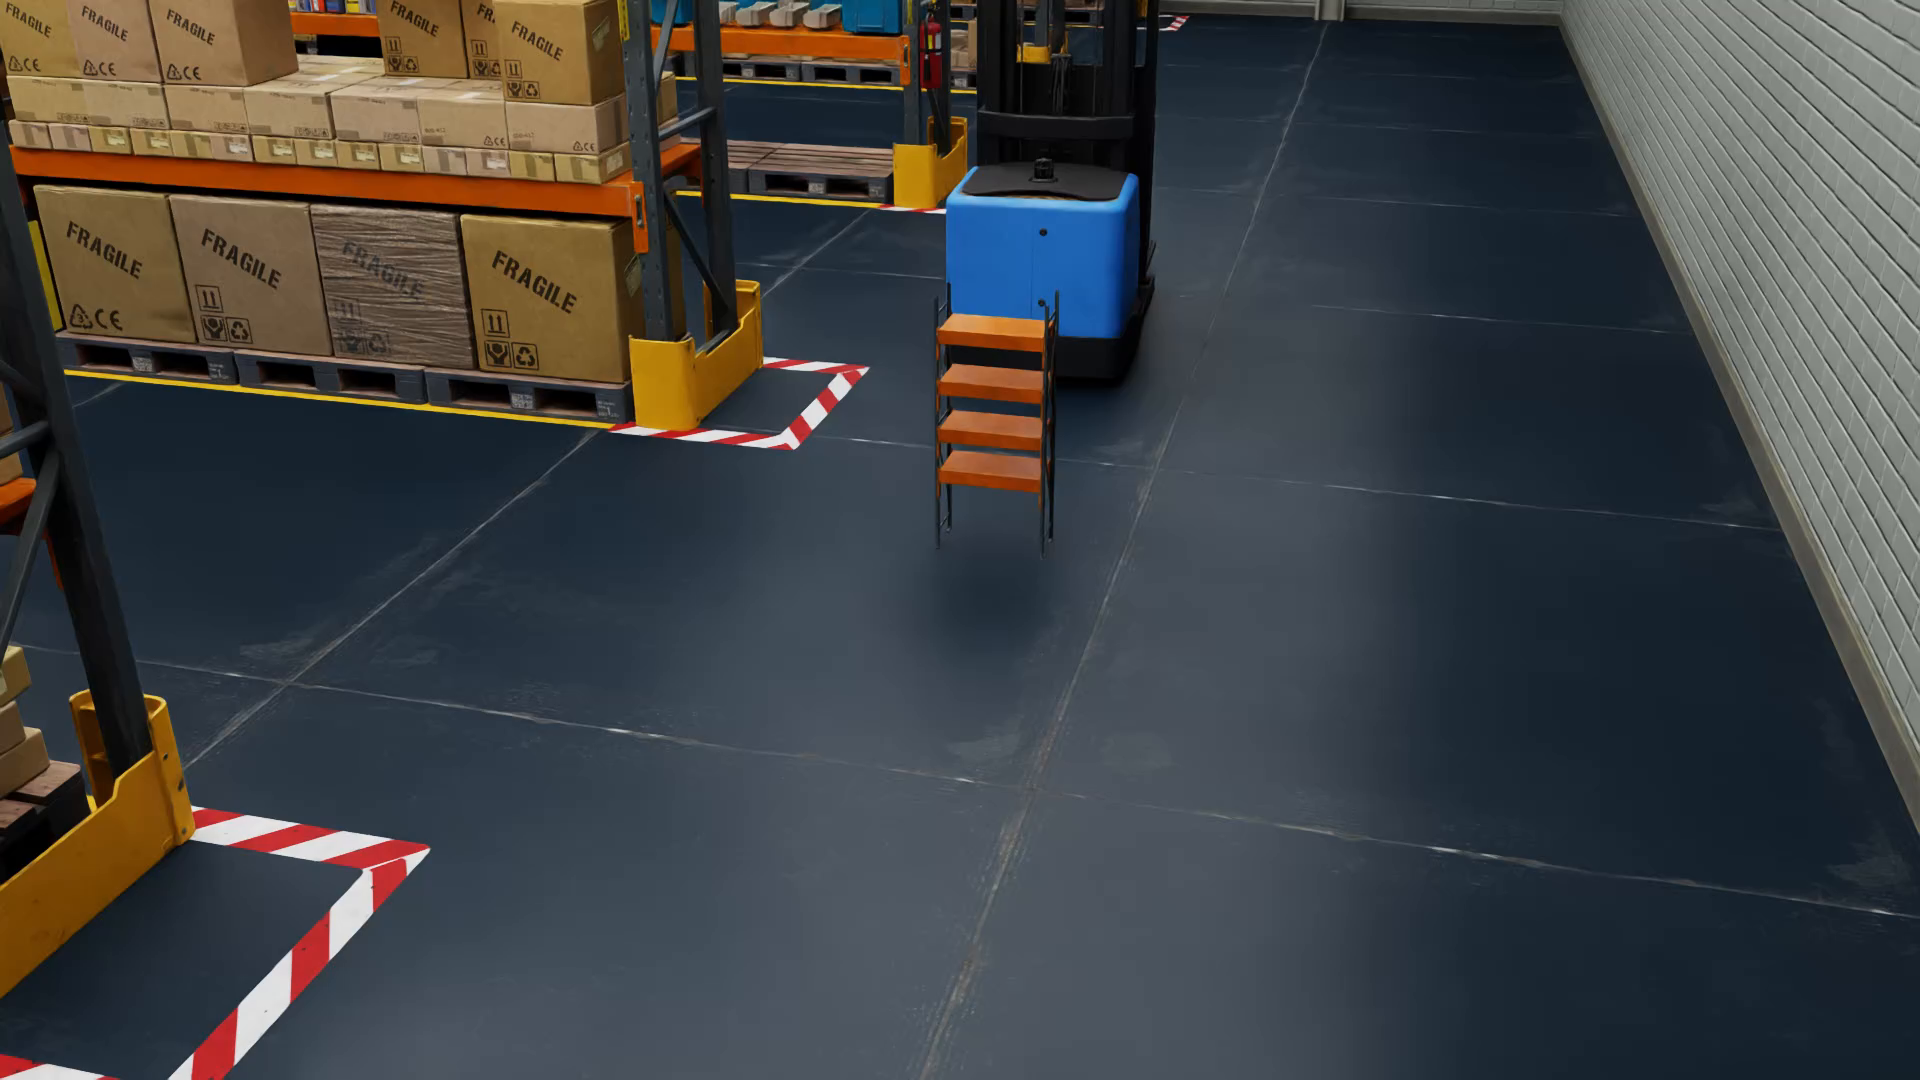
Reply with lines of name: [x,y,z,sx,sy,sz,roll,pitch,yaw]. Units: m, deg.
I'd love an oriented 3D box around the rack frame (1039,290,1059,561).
rack frame: [0.397,-0.498,7.400,0.015,1.200,0.240,6,26,13]

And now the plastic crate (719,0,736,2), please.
plastic crate: [-1.984,-4.549,13.940,0.300,0.233,0.416,6,26,13]

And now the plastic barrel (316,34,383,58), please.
plastic barrel: [-5.344,-4.072,14.766,0.708,0.901,0.600,6,26,13]

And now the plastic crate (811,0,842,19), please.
plastic crate: [-1.056,-4.446,13.724,0.300,0.233,0.416,6,26,13]

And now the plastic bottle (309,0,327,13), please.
plastic bottle: [-5.440,-4.634,14.137,0.135,0.276,0.152,6,26,13]

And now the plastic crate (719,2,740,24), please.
plastic crate: [-1.940,-4.261,13.448,0.250,0.136,0.298,6,26,13]

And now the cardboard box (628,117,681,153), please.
cardboard box: [-1.756,-2.261,9.301,0.250,0.149,0.380,7,26,14]

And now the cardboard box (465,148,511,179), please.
cardboard box: [-2.418,-2.041,8.839,0.250,0.149,0.380,6,26,13]

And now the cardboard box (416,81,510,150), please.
cardboard box: [-2.521,-2.261,8.838,0.500,0.250,0.500,6,26,12]

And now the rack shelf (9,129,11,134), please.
rack shelf: [-7.306,-2.516,10.382,4.000,0.370,1.077,6,26,13]

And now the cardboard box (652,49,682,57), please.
cardboard box: [-3.447,-5.754,18.743,0.500,0.500,0.500,6,26,13]

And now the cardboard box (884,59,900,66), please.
cardboard box: [-0.525,-5.349,18.183,0.500,0.250,0.500,6,26,13]

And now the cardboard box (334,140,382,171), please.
cardboard box: [-3.163,-2.122,9.011,0.250,0.149,0.380,6,26,13]

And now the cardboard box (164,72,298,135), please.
cardboard box: [-3.995,-2.426,9.184,0.500,0.250,0.500,7,26,14]

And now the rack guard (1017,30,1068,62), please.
rack guard: [0.902,-5.202,18.095,0.348,0.500,1.175,6,26,13]

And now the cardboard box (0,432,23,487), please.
cardboard box: [-3.060,-0.202,4.977,0.250,0.149,0.380,6,26,13]

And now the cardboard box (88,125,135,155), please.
cardboard box: [-4.655,-2.287,9.357,0.250,0.149,0.380,7,26,15]

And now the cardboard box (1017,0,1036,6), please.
cardboard box: [1.019,-7.533,22.502,0.500,0.500,0.700,6,26,13]

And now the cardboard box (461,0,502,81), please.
cardboard box: [-2.377,-2.821,9.142,0.500,0.500,0.500,6,26,12]

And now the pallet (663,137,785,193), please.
pallet: [-2.228,-3.237,14.305,1.213,0.211,1.003,6,26,13]

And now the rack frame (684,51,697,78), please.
rack frame: [-2.898,-6.751,18.440,0.127,3.000,1.000,6,26,13]

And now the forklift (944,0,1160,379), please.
forklift: [0.691,-2.855,10.338,1.130,2.935,3.031,5,26,10]

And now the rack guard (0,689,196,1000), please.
rack guard: [-2.902,0.976,5.118,0.348,0.500,1.175,6,26,13]

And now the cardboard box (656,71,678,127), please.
cardboard box: [-1.892,-2.429,9.191,0.500,0.250,0.500,6,26,12]

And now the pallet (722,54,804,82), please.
pallet: [-2.233,-5.417,18.884,1.213,0.211,1.003,6,26,13]

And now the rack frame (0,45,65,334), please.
rack frame: [-5.369,-2.627,9.778,0.127,3.000,1.000,6,26,13]

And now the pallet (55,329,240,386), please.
pallet: [-4.652,-1.254,10.138,1.213,0.211,1.003,6,26,13]

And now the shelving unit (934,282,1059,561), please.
shelving unit: [0.160,-0.524,7.455,0.503,1.200,0.258,6,26,13]

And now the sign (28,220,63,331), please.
sign: [-2.693,-0.761,4.852,0.005,0.325,0.100,6,26,13]

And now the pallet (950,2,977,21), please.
pallet: [0.234,-7.310,22.860,1.213,0.211,1.003,6,26,13]

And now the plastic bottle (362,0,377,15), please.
plastic bottle: [-4.951,-4.580,14.024,0.135,0.276,0.152,6,26,13]

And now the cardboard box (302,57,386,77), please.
cardboard box: [-3.390,-2.591,9.531,0.500,0.250,0.500,6,26,12]

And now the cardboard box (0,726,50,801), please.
cardboard box: [-3.256,0.764,5.484,0.250,0.149,0.380,7,26,14]

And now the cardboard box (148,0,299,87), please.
cardboard box: [-3.989,-2.765,9.023,0.500,0.500,0.500,5,26,11]

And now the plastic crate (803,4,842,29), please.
plastic crate: [-1.096,-4.181,13.278,0.243,0.136,0.396,6,26,13]

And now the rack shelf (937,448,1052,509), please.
rack shelf: [0.160,-0.284,7.569,0.480,0.148,0.258,6,26,13]

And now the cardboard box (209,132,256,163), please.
cardboard box: [-3.910,-2.205,9.184,0.250,0.149,0.380,7,26,14]

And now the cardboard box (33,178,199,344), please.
cardboard box: [-4.750,-1.753,9.926,0.875,0.875,0.875,6,26,13]

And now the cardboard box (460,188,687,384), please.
cardboard box: [-2.135,-1.464,9.319,0.875,0.875,0.875,6,26,13]

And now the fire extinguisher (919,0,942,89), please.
fire extinguisher: [-0.228,-3.852,12.875,0.183,0.674,0.296,6,26,13]

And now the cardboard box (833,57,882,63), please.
cardboard box: [-1.077,-5.623,18.464,0.637,0.503,0.797,6,26,13]
